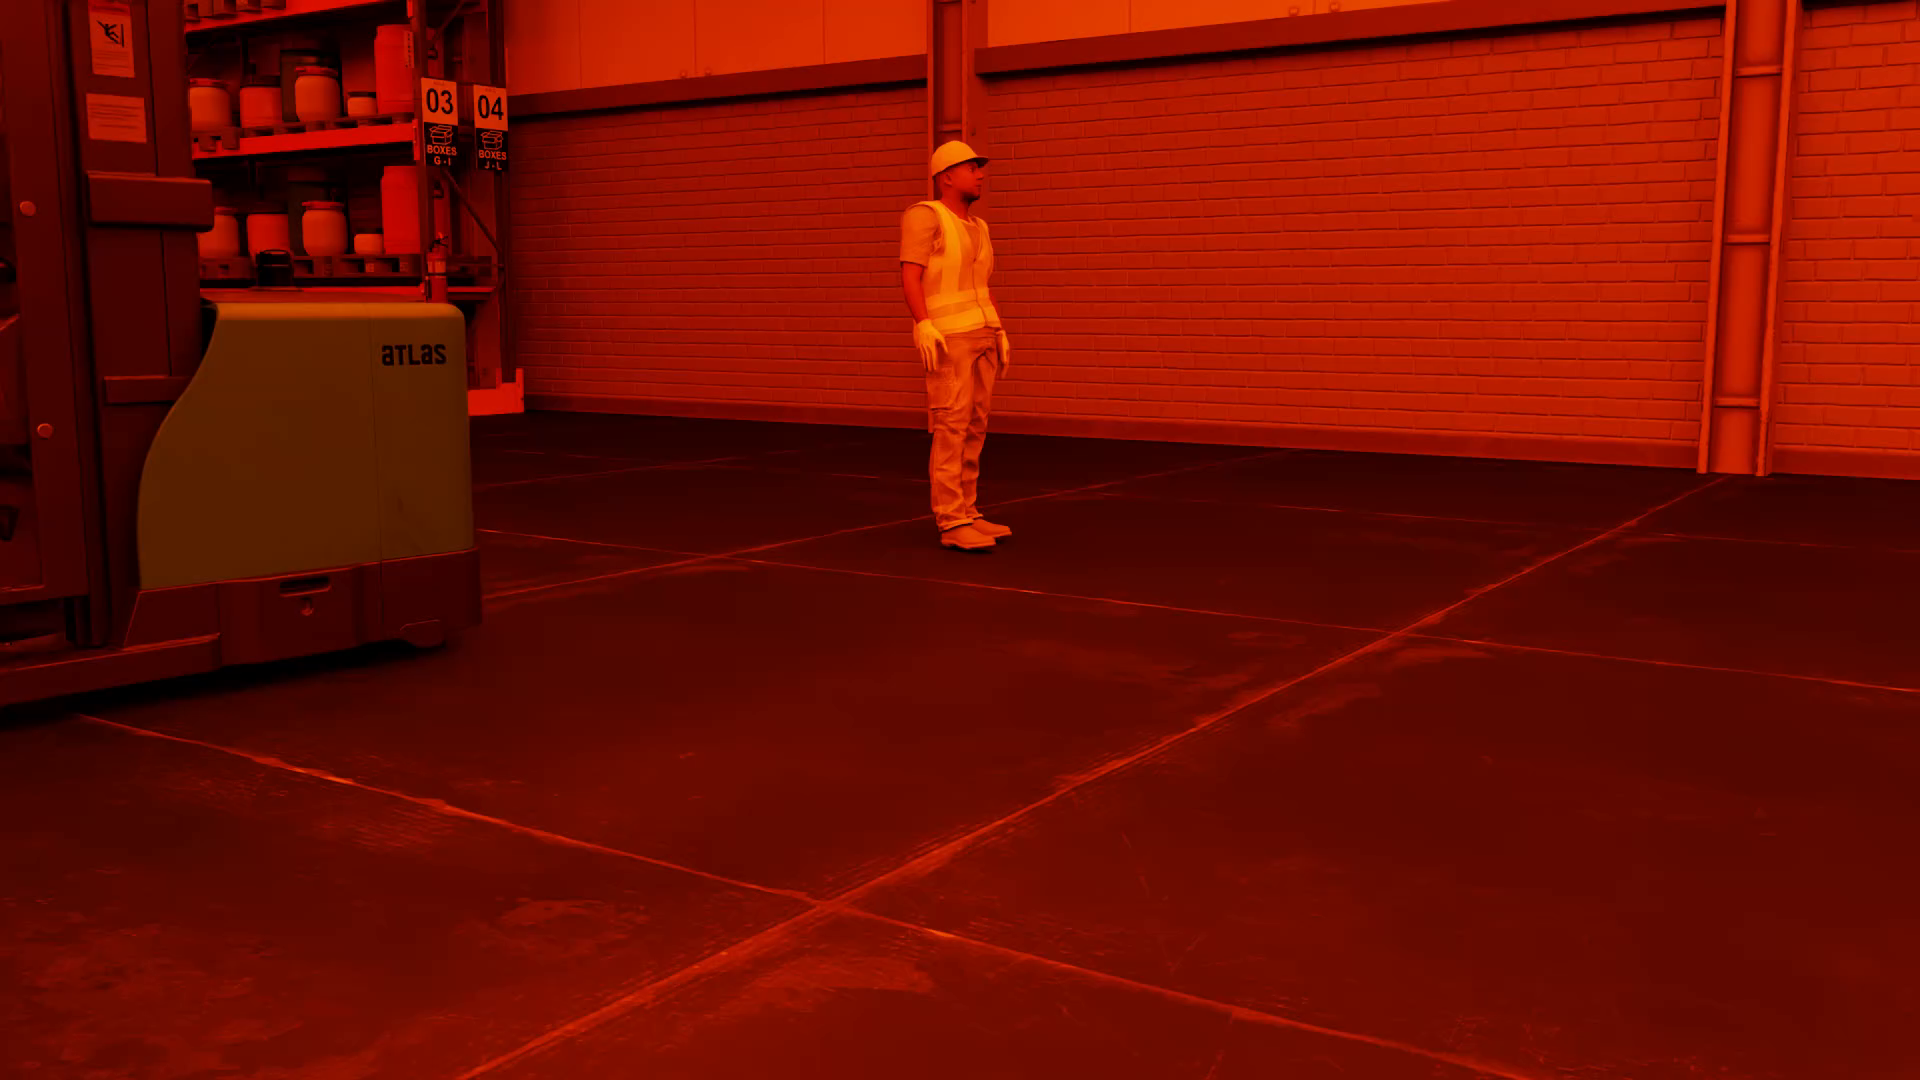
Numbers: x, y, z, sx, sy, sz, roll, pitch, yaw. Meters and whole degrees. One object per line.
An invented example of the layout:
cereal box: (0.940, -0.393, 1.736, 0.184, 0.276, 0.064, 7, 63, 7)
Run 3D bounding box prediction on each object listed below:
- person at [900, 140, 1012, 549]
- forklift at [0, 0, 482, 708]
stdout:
person: (0.054, -0.883, 7.430, 0.577, 1.782, 0.656, 5, 10, 34)
forklift: (-2.869, -1.009, 4.285, 1.130, 2.935, 3.031, 7, 11, 41)
